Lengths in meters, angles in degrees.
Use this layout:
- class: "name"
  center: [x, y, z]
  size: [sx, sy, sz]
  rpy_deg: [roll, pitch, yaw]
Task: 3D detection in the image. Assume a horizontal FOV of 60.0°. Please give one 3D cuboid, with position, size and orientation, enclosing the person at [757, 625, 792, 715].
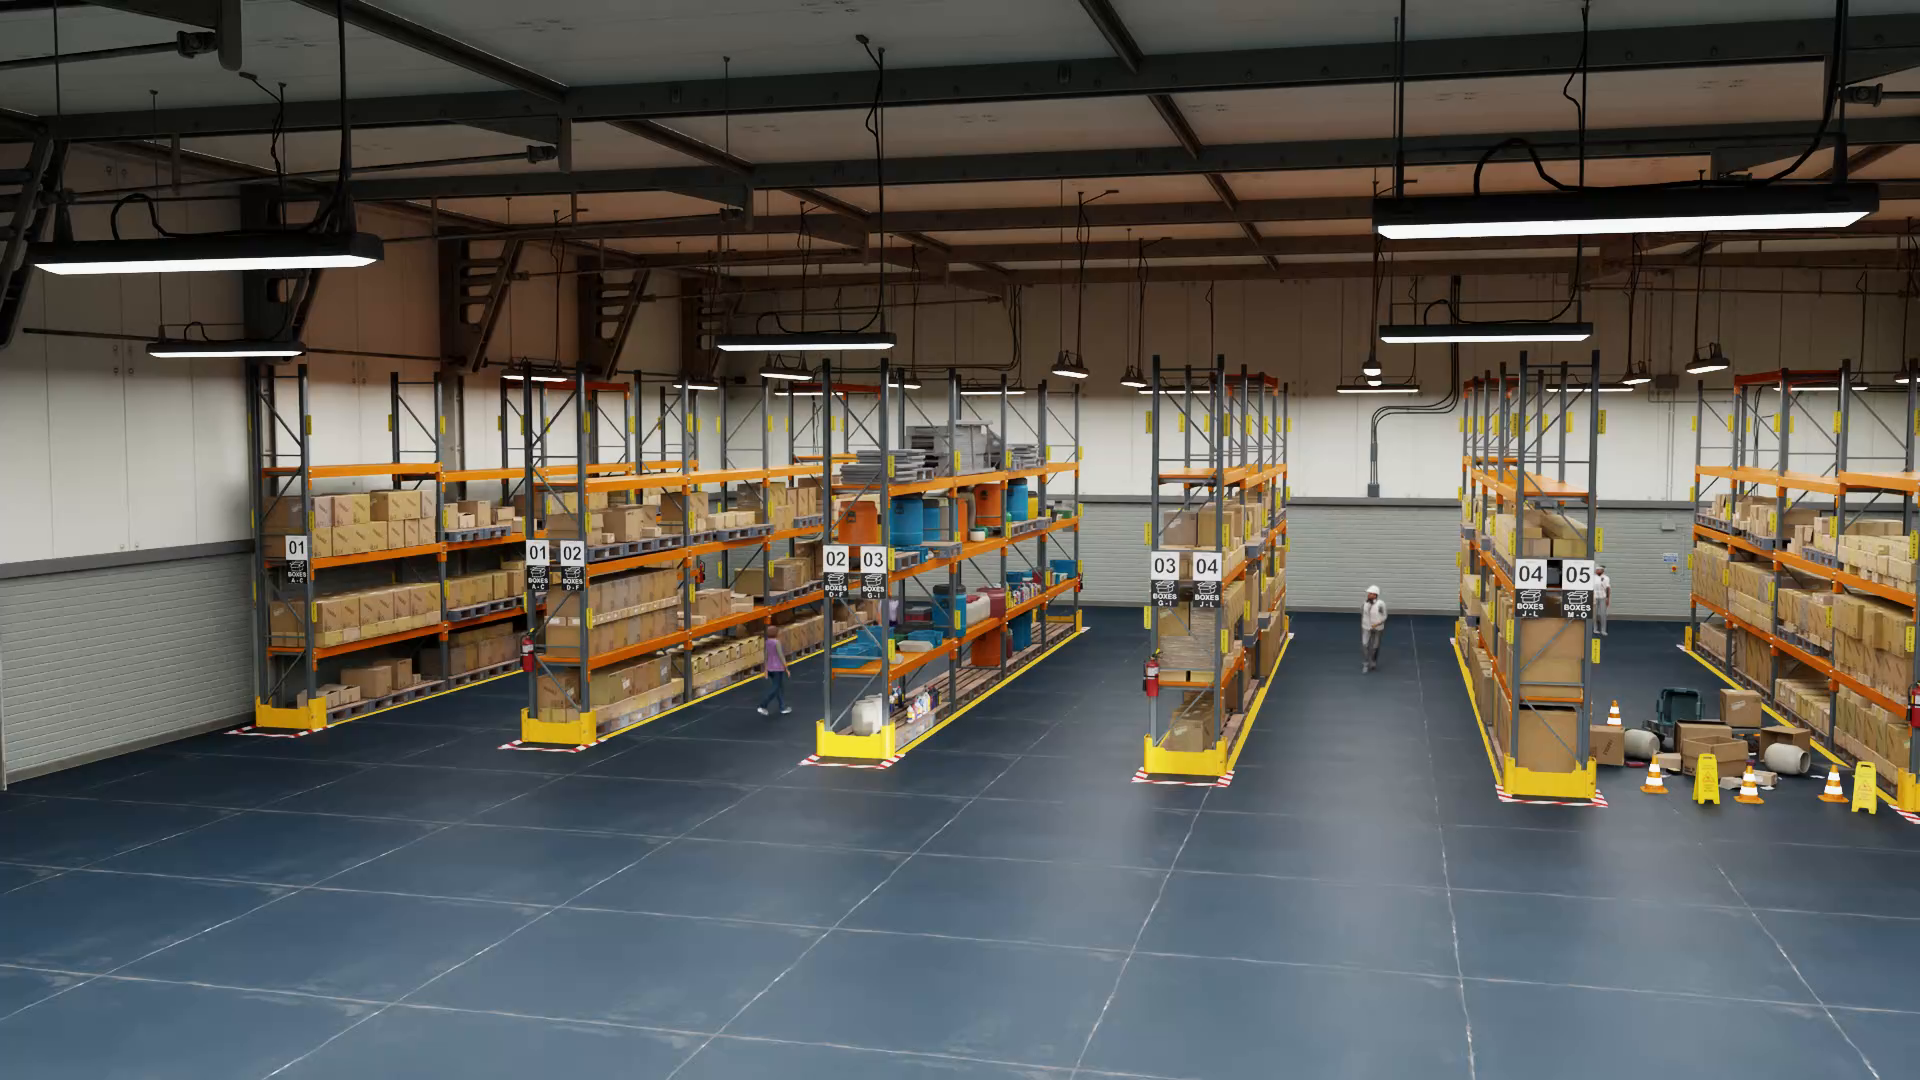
- class: "person"
  center: [-3.167, 2.243, 28.567]
  size: [0.876, 1.556, 0.436]
  rpy_deg: [-4, 5, -42]

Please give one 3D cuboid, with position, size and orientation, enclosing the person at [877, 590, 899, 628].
- class: "person"
  center: [-1.487, 1.812, 34.537]
  size: [0.474, 1.591, 0.940]
  rpy_deg: [1, 4, 8]

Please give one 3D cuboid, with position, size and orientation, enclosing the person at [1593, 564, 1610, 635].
- class: "person"
  center: [15.357, 1.426, 39.910]
  size: [0.466, 1.698, 0.447]
  rpy_deg: [2, 4, 21]

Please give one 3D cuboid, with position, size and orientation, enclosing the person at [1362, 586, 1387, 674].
- class: "person"
  center: [8.446, 1.809, 33.916]
  size: [0.502, 1.757, 0.983]
  rpy_deg: [1, 4, 16]
